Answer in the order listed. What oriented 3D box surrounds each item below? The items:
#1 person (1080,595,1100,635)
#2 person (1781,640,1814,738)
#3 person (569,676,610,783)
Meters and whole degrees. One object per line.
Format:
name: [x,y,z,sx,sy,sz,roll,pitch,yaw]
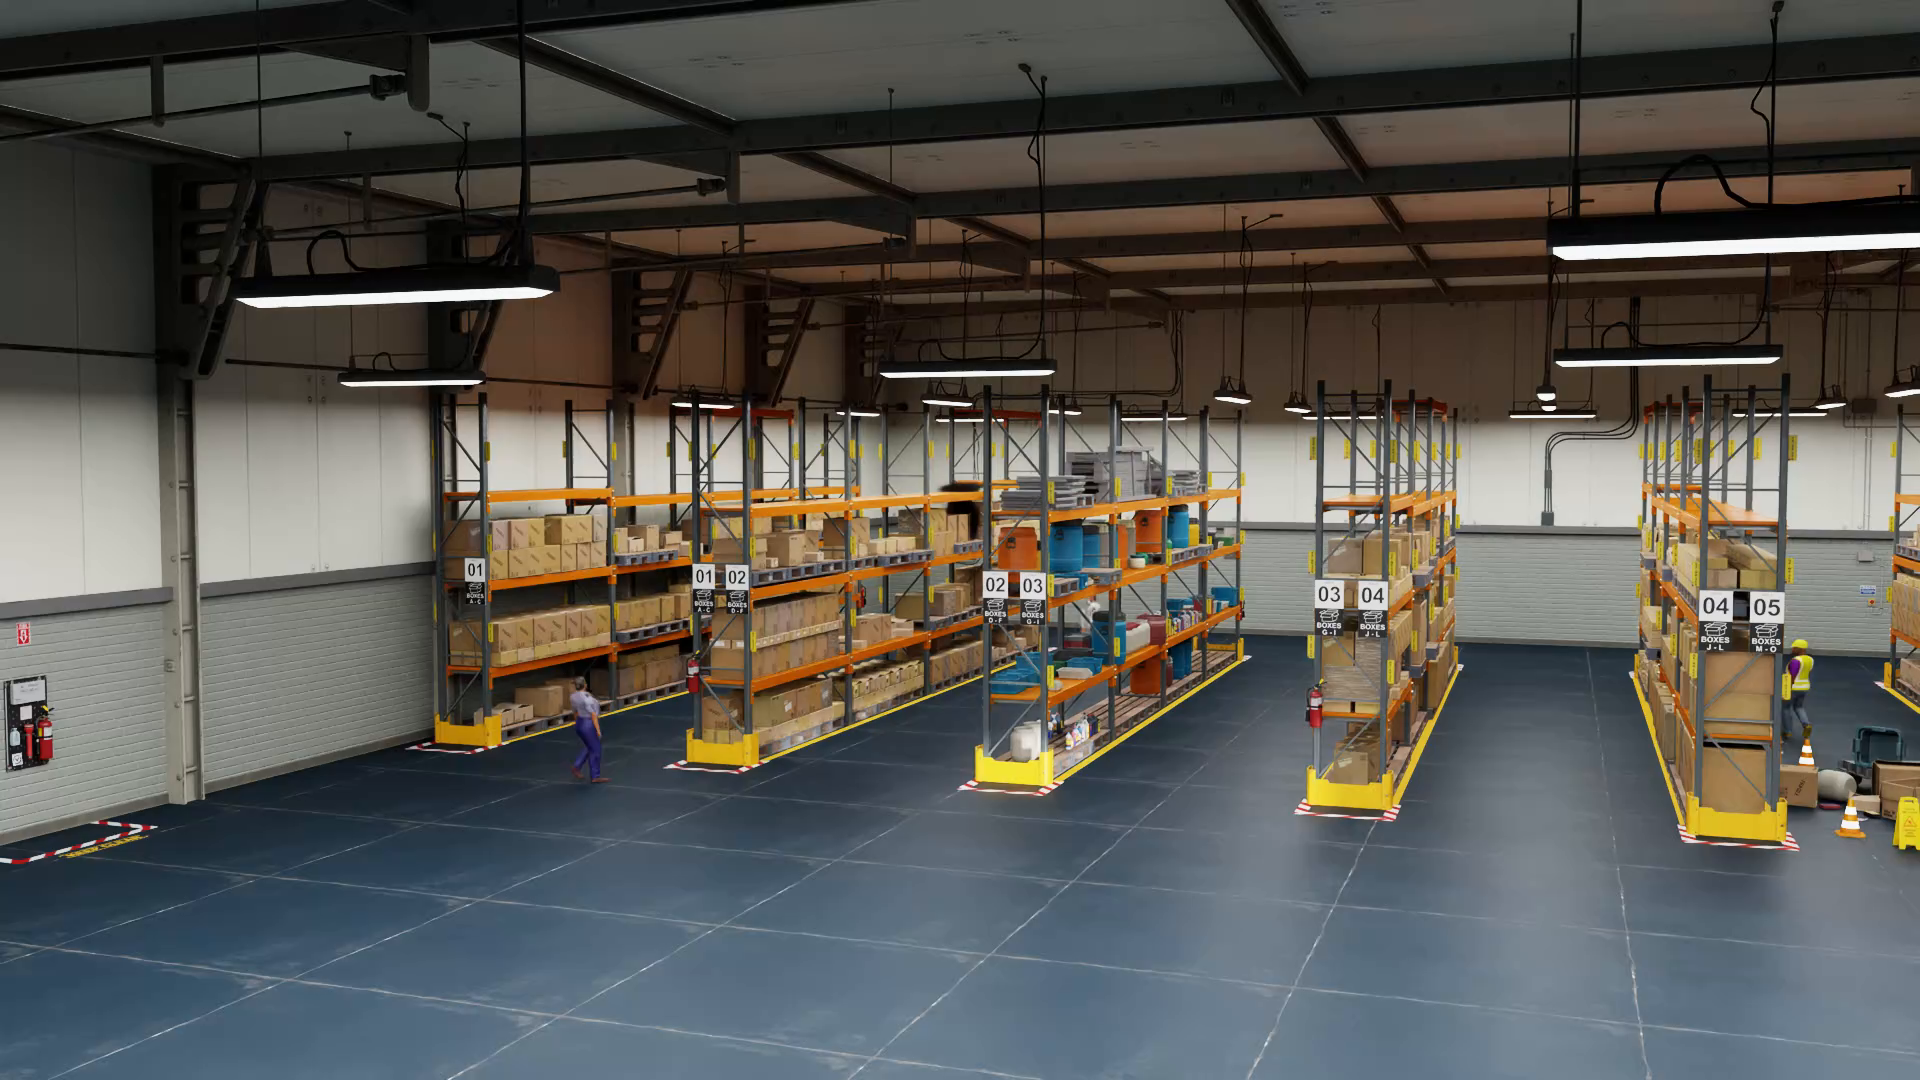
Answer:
person: [2.887,2.003,37.362,0.464,1.777,0.583,2,4,32]
person: [14.596,2.601,29.110,0.611,1.733,0.626,-1,3,-14]
person: [-5.619,2.861,25.185,0.527,1.623,0.567,-2,4,-36]
